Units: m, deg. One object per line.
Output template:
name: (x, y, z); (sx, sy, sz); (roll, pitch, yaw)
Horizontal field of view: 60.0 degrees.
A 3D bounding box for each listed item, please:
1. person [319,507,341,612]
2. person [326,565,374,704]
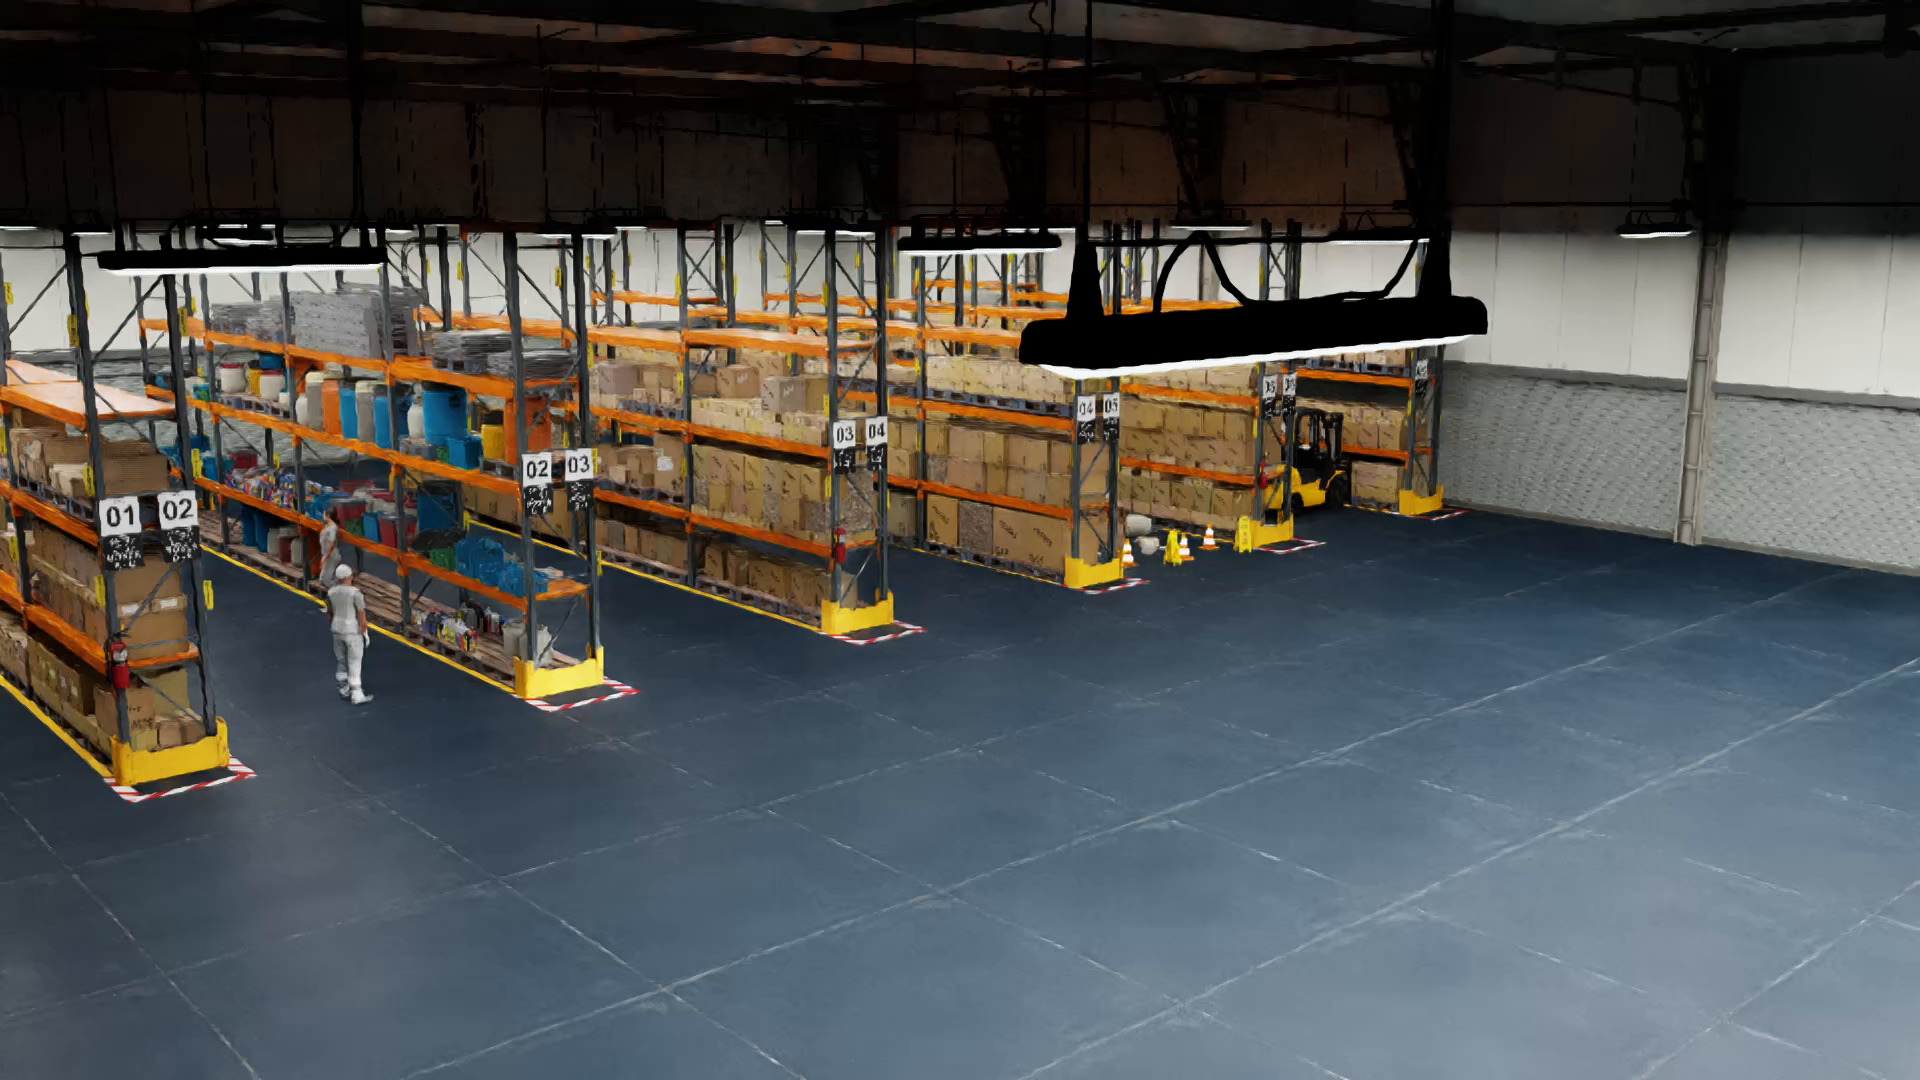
person: (-9.869, 0.300, 26.141); (0.478, 1.668, 0.468); (-7, 13, -31)
person: (-7.851, 1.181, 21.416); (0.605, 1.789, 0.451); (4, 12, 19)
